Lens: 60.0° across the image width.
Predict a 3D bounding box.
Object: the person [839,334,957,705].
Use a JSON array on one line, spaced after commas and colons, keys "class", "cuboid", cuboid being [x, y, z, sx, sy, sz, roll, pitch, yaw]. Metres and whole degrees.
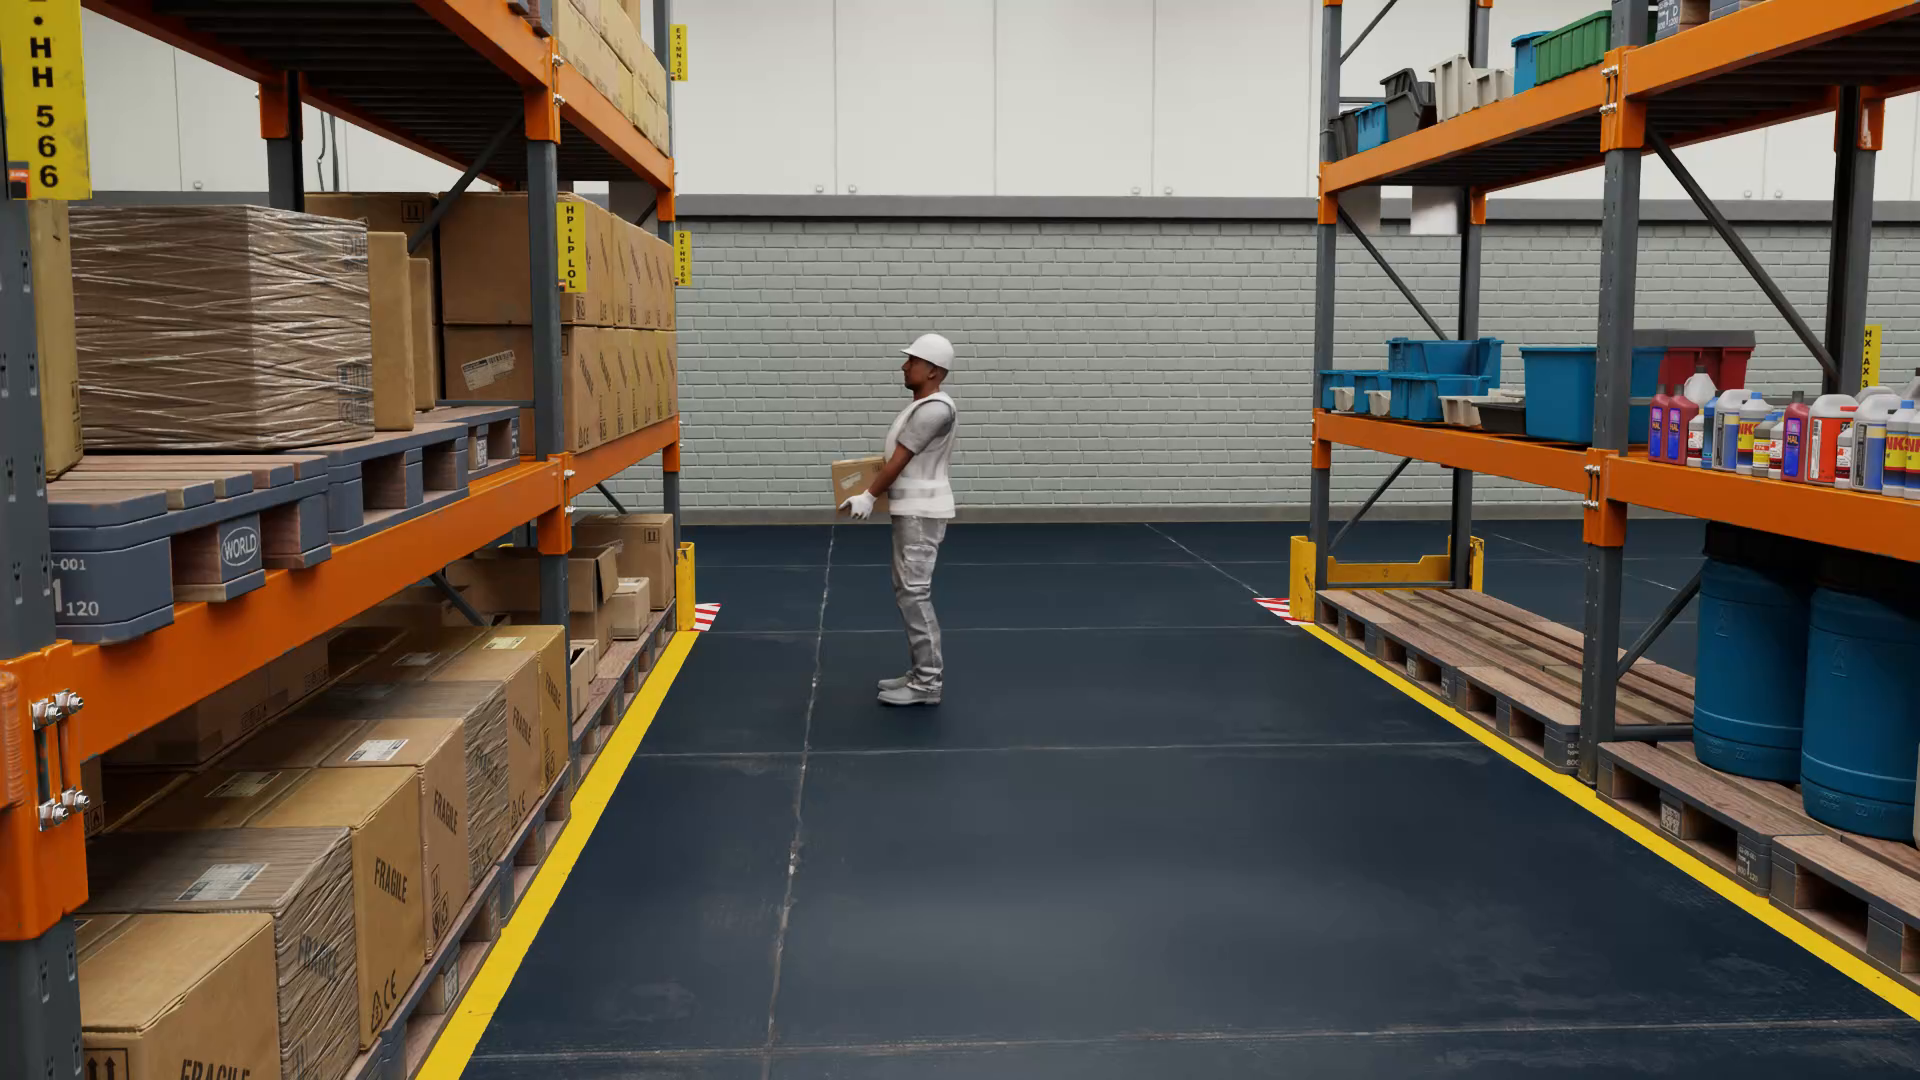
[{"class": "person", "cuboid": [-0.297, -0.102, 8.037, 0.575, 1.778, 0.487, 0, 7, -3]}]
